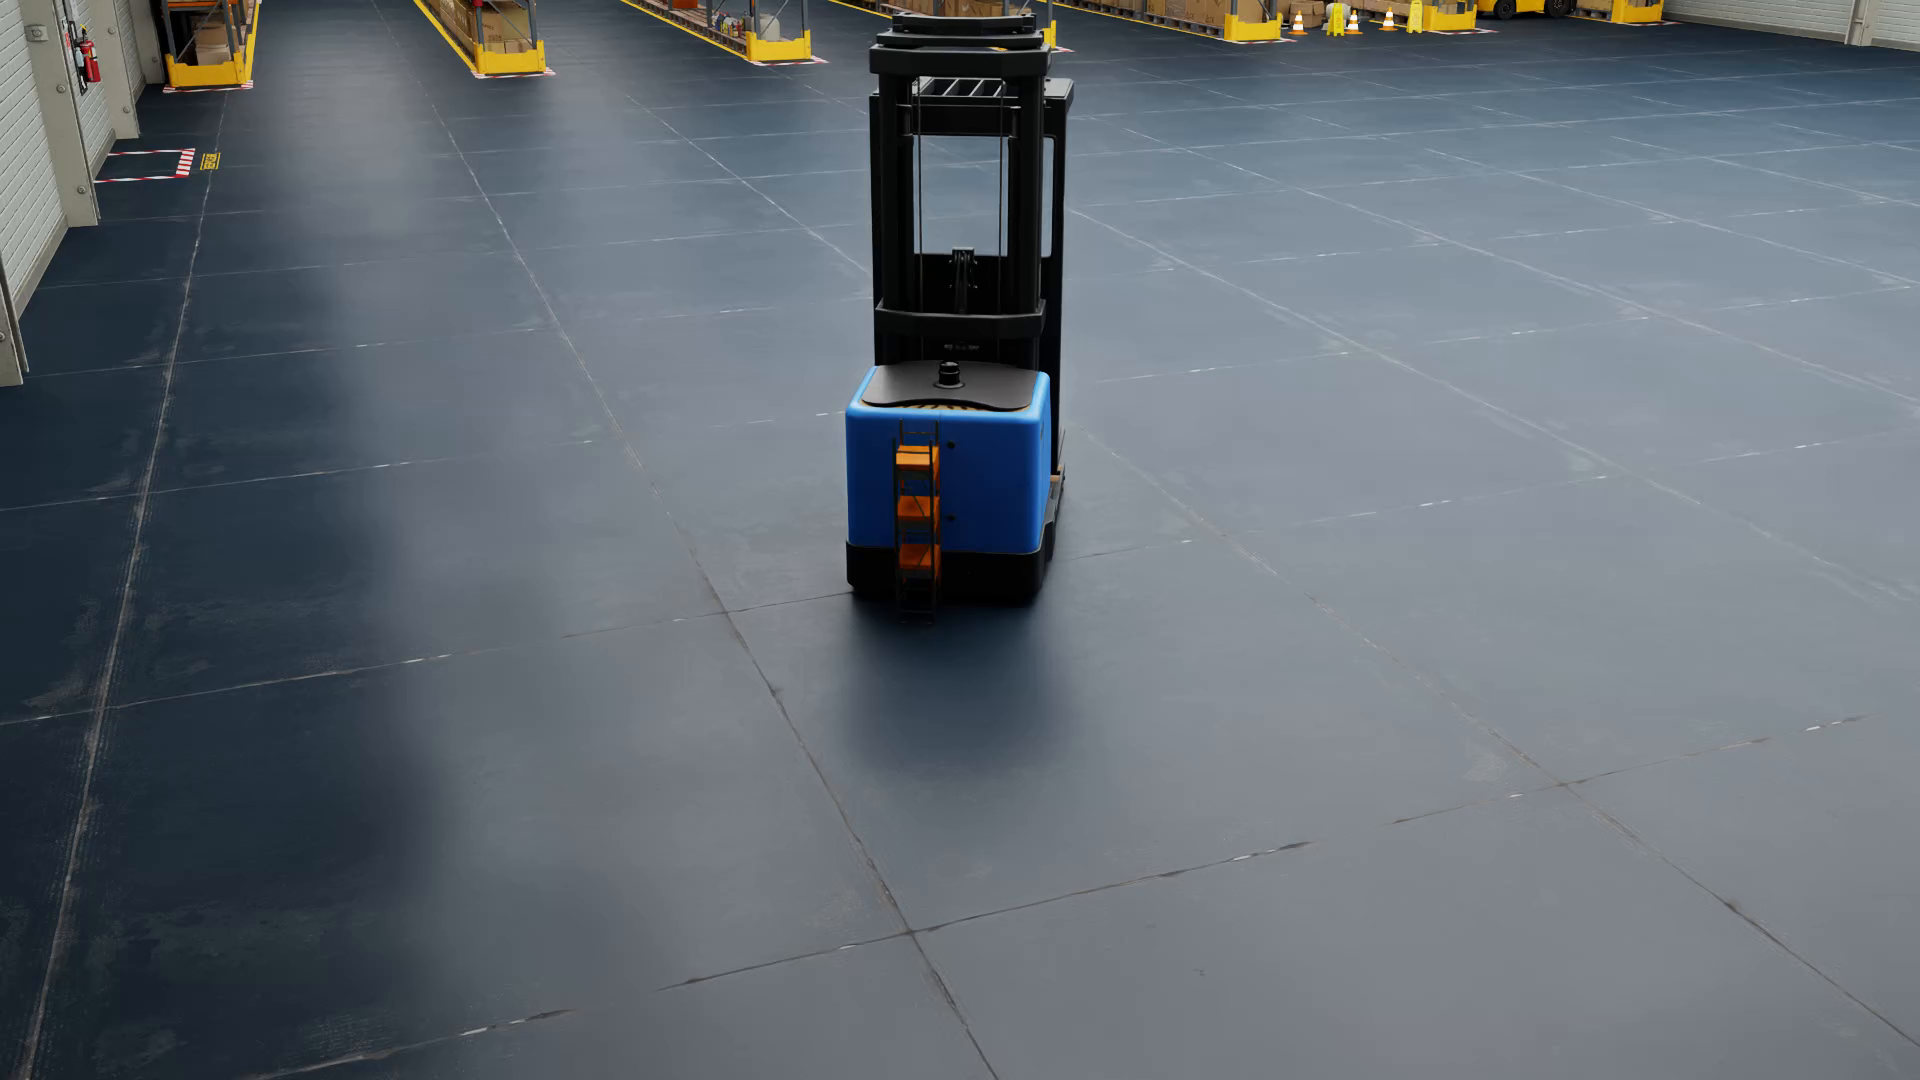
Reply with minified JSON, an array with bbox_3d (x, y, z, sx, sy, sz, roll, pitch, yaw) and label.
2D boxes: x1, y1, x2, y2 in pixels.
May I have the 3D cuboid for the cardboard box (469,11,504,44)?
[{"bbox_3d":[-8.417,-9.115,29.548,0.500,0.500,0.500,-8,24,-19],"label":"cardboard box"}]

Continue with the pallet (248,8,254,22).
[{"bbox_3d":[-16.478,-11.813,37.506,1.003,0.211,1.213,-8,24,-19],"label":"pallet"}]

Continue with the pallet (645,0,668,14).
[{"bbox_3d":[-6.884,-12.712,39.639,1.003,0.211,1.213,-8,24,-19],"label":"pallet"}]

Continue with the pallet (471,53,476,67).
[{"bbox_3d":[-8.258,-8.676,30.063,1.003,0.211,1.213,-8,24,-19],"label":"pallet"}]

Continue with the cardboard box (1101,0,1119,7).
[{"bbox_3d":[3.942,-12.865,38.767,1.050,0.750,0.750,-8,24,-19],"label":"cardboard box"}]

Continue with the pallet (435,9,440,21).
[{"bbox_3d":[-11.431,-12.030,38.020,1.003,0.211,1.213,-8,24,-19],"label":"pallet"}]

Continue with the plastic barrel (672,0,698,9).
[{"bbox_3d":[-6.329,-12.643,38.138,0.600,0.830,0.708,-8,24,-19],"label":"plastic barrel"}]

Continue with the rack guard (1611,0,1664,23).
[{"bbox_3d":[15.242,-11.928,37.407,1.175,0.500,0.348,-8,24,-19],"label":"rack guard"}]

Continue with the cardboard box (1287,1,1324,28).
[{"bbox_3d":[7.602,-11.547,36.498,0.637,0.503,0.797,12,26,27],"label":"cardboard box"}]

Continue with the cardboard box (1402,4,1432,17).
[{"bbox_3d":[10.045,-11.598,36.406,0.500,0.250,0.500,-8,24,-19],"label":"cardboard box"}]

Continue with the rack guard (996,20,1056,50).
[{"bbox_3d":[1.293,-9.923,32.648,1.175,0.500,0.348,-8,24,-19],"label":"rack guard"}]

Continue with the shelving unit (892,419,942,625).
[{"bbox_3d":[-0.219,-0.086,8.583,0.215,1.050,0.252,2,27,6],"label":"shelving unit"}]

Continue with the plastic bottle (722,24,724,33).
[{"bbox_3d":[-4.685,-10.209,33.146,0.097,0.201,0.097,0,23,0],"label":"plastic bottle"}]

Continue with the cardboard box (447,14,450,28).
[{"bbox_3d":[-10.316,-10.735,34.356,0.500,0.250,0.500,-8,24,-18],"label":"cardboard box"}]

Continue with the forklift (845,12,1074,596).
[{"bbox_3d":[0.073,-1.591,9.750,1.130,2.935,3.031,3,23,6],"label":"forklift"}]

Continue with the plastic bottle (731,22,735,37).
[{"bbox_3d":[-4.431,-9.965,32.463,0.061,0.283,0.133,-8,24,-18],"label":"plastic bottle"}]

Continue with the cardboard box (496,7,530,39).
[{"bbox_3d":[-8.109,-9.368,30.148,0.500,0.500,0.500,-8,24,-19],"label":"cardboard box"}]

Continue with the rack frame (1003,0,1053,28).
[{"bbox_3d":[1.320,-11.047,32.097,1.000,3.000,0.127,-8,24,-19],"label":"rack frame"}]

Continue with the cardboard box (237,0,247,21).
[{"bbox_3d":[-15.545,-11.403,35.169,0.750,0.750,0.750,-9,24,-20],"label":"cardboard box"}]

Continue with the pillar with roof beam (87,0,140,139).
[{"bbox_3d":[-7.491,-10.319,22.646,9.100,9.000,0.400,-8,24,-19],"label":"pillar with roof beam"}]

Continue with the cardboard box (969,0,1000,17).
[{"bbox_3d":[0.513,-10.969,34.591,0.500,0.500,0.500,-11,25,-24],"label":"cardboard box"}]

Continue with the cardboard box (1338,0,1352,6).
[{"bbox_3d":[9.134,-12.535,38.628,0.500,0.250,0.500,-10,25,-21],"label":"cardboard box"}]

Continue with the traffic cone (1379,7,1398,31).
[{"bbox_3d":[9.232,-11.217,35.767,0.336,0.463,0.334,-8,24,-19],"label":"traffic cone"}]

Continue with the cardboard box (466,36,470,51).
[{"bbox_3d":[-8.781,-9.131,30.552,0.500,0.250,0.500,-8,24,-19],"label":"cardboard box"}]

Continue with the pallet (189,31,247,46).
[{"bbox_3d":[-14.706,-9.903,32.974,1.003,0.211,1.213,-8,24,-19],"label":"pallet"}]

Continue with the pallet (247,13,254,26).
[{"bbox_3d":[-16.043,-11.369,36.453,1.003,0.211,1.213,-8,24,-19],"label":"pallet"}]

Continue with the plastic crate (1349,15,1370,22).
[{"bbox_3d":[8.965,-11.832,37.718,0.402,0.080,0.583,-18,29,-37],"label":"plastic crate"}]

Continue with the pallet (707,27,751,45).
[{"bbox_3d":[-4.528,-10.286,33.882,1.003,0.211,1.213,-8,24,-19],"label":"pallet"}]

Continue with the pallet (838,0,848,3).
[{"bbox_3d":[-2.576,-13.852,42.343,1.003,0.211,1.213,-8,24,-19],"label":"pallet"}]

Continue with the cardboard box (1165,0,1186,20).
[{"bbox_3d":[5.062,-11.793,36.064,0.875,0.875,0.875,-8,24,-19],"label":"cardboard box"}]

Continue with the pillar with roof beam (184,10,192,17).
[{"bbox_3d":[-13.850,-16.859,38.163,9.100,9.000,0.400,-8,24,-19],"label":"pillar with roof beam"}]

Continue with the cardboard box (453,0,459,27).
[{"bbox_3d":[-9.491,-10.203,32.129,0.500,0.500,0.500,-8,24,-19],"label":"cardboard box"}]

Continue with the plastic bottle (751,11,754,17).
[{"bbox_3d":[-4.162,-10.539,33.736,0.144,0.351,0.185,-10,25,-22],"label":"plastic bottle"}]

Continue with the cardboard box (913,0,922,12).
[{"bbox_3d":[-0.639,-12.156,37.382,0.700,0.500,0.500,-11,25,-24],"label":"cardboard box"}]

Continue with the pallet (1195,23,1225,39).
[{"bbox_3d":[5.640,-10.685,34.830,1.003,0.211,1.213,-8,24,-19],"label":"pallet"}]

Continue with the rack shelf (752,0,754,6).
[{"bbox_3d":[-4.020,-10.762,32.349,1.077,0.370,4.000,-8,24,-19],"label":"rack shelf"}]

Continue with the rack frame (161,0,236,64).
[{"bbox_3d":[-12.582,-9.008,27.260,1.000,3.000,0.127,-8,24,-19],"label":"rack frame"}]

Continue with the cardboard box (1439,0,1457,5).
[{"bbox_3d":[10.556,-12.018,36.436,0.500,0.500,0.500,-9,25,-21],"label":"cardboard box"}]

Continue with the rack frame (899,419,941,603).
[{"bbox_3d":[-0.205,-0.140,8.691,0.200,1.050,0.008,2,27,6],"label":"rack frame"}]

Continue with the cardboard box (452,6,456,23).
[{"bbox_3d":[-9.773,-10.435,32.924,0.500,0.311,0.500,-8,24,-19],"label":"cardboard box"}]

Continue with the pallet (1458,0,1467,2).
[{"bbox_3d":[13.089,-13.964,42.608,1.003,0.211,1.213,-8,24,-19],"label":"pallet"}]

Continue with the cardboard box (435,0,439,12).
[{"bbox_3d":[-11.508,-12.142,37.349,0.500,0.500,0.500,-9,25,-21],"label":"cardboard box"}]

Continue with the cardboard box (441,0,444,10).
[{"bbox_3d":[-10.671,-11.360,35.119,0.500,0.311,0.500,-9,24,-20],"label":"cardboard box"}]

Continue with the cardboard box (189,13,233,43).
[{"bbox_3d":[-14.271,-9.777,31.738,0.700,0.500,0.500,-7,24,-17],"label":"cardboard box"}]

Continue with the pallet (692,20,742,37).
[{"bbox_3d":[-5.040,-10.816,35.139,1.003,0.211,1.213,-8,24,-19],"label":"pallet"}]
